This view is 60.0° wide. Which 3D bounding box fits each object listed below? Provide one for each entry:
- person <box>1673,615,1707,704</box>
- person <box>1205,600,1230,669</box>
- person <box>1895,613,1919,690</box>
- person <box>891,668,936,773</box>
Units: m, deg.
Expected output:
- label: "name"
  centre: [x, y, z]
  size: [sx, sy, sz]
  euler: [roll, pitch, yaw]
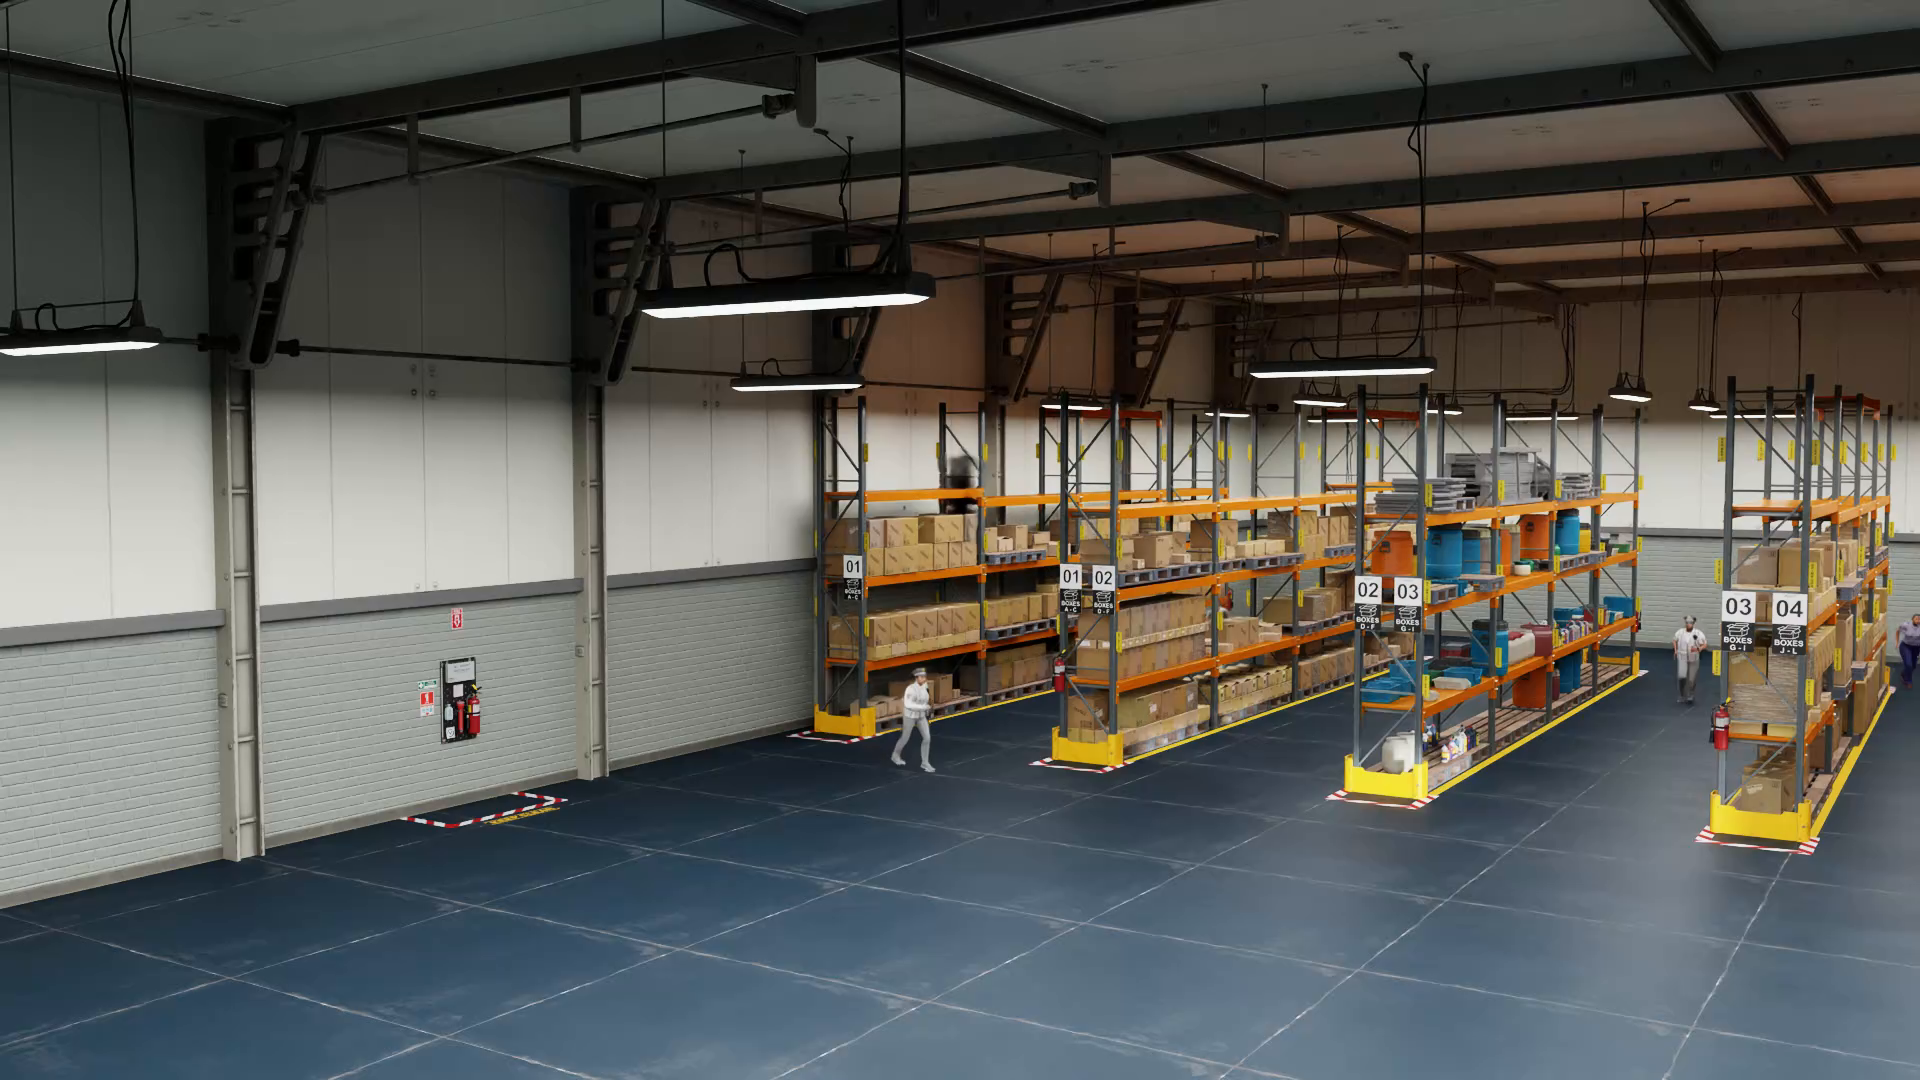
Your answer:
- label: "person"
  centre: [14.506, 2.386, 33.077]
  size: [0.632, 1.785, 0.700]
  euler: [1, 3, 26]
- label: "person"
  centre: [6.030, 2.156, 38.815]
  size: [0.569, 1.623, 0.954]
  euler: [1, 3, 22]
- label: "person"
  centre: [20.261, 2.351, 35.403]
  size: [0.573, 1.613, 0.989]
  euler: [0, 3, 8]
- label: "person"
  centre: [-0.733, 2.803, 26.172]
  size: [0.604, 1.658, 0.938]
  euler: [-3, 4, -41]
